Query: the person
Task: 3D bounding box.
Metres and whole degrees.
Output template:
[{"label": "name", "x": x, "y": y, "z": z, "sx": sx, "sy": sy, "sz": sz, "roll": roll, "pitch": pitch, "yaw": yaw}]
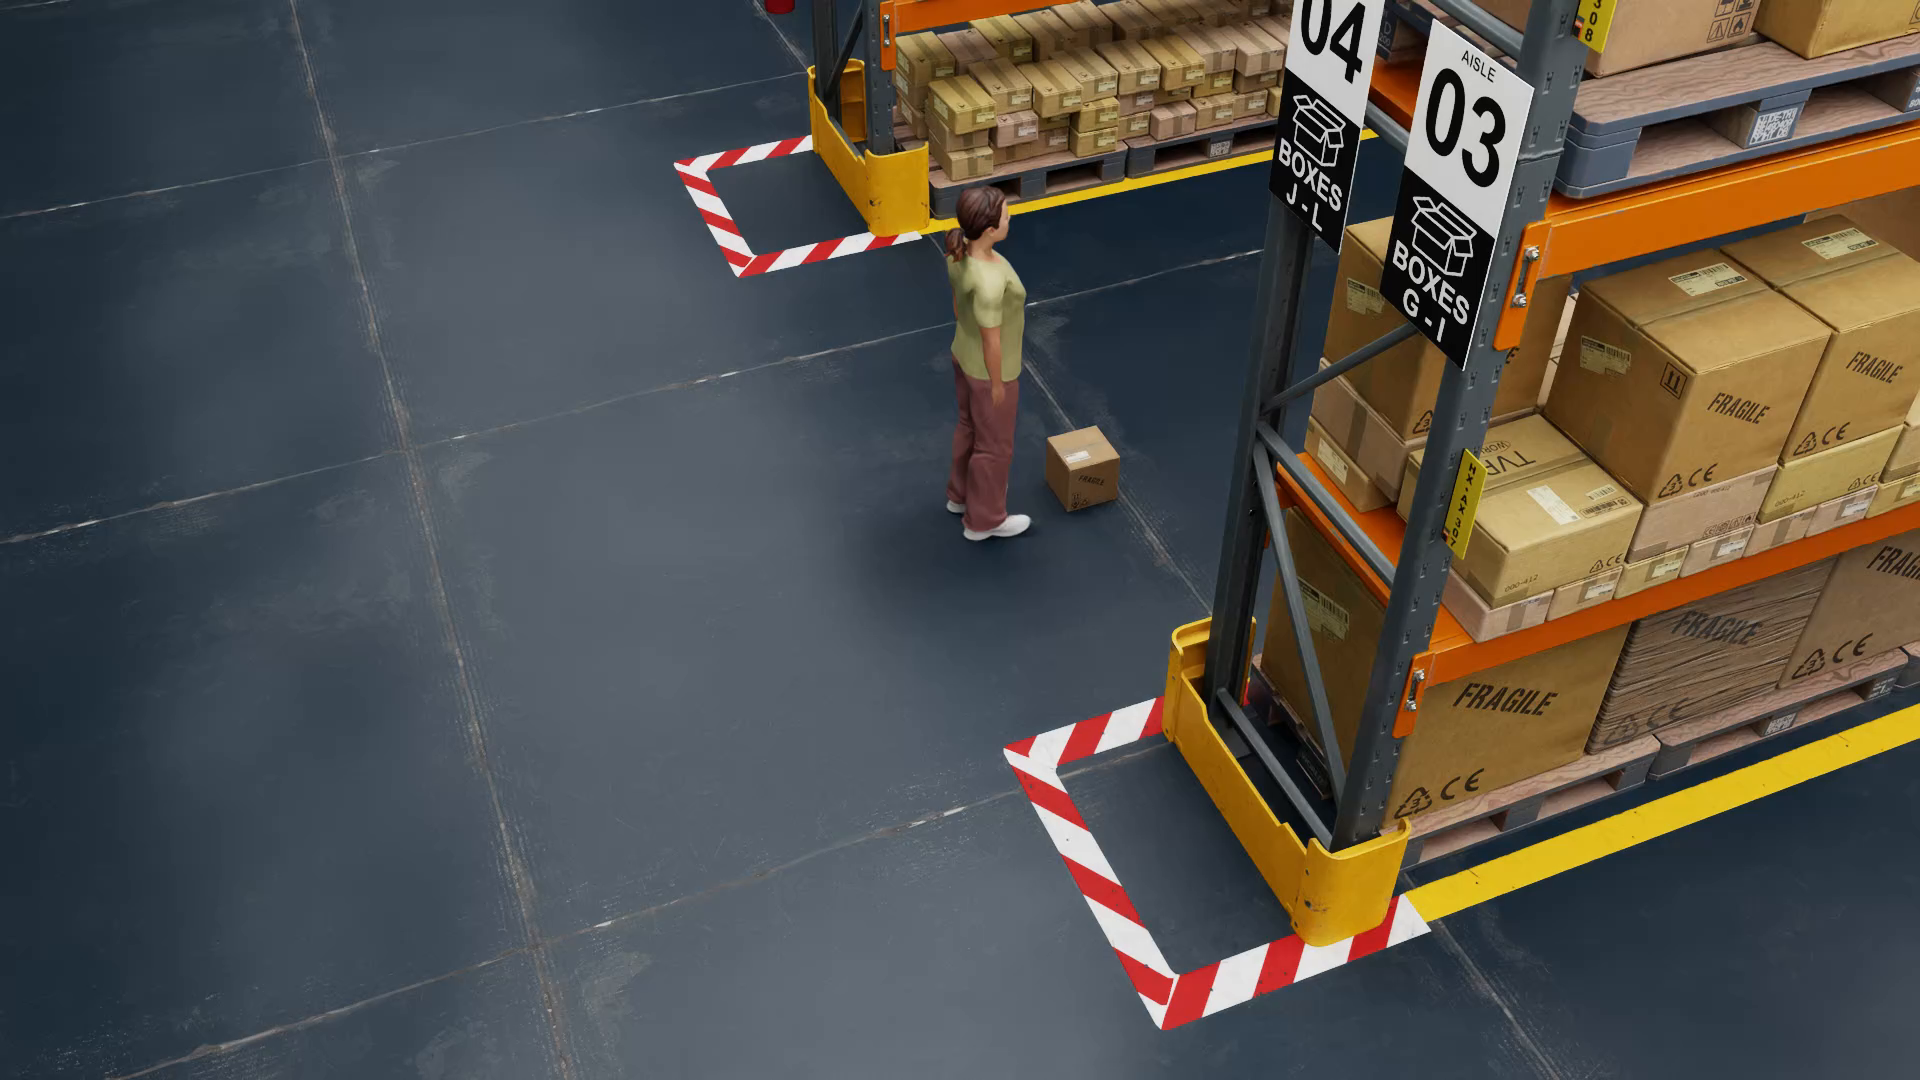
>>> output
[{"label": "person", "x": 0.096, "y": -0.735, "z": 6.985, "sx": 0.357, "sy": 1.671, "sz": 0.440, "roll": -14, "pitch": 44, "yaw": -15}]
